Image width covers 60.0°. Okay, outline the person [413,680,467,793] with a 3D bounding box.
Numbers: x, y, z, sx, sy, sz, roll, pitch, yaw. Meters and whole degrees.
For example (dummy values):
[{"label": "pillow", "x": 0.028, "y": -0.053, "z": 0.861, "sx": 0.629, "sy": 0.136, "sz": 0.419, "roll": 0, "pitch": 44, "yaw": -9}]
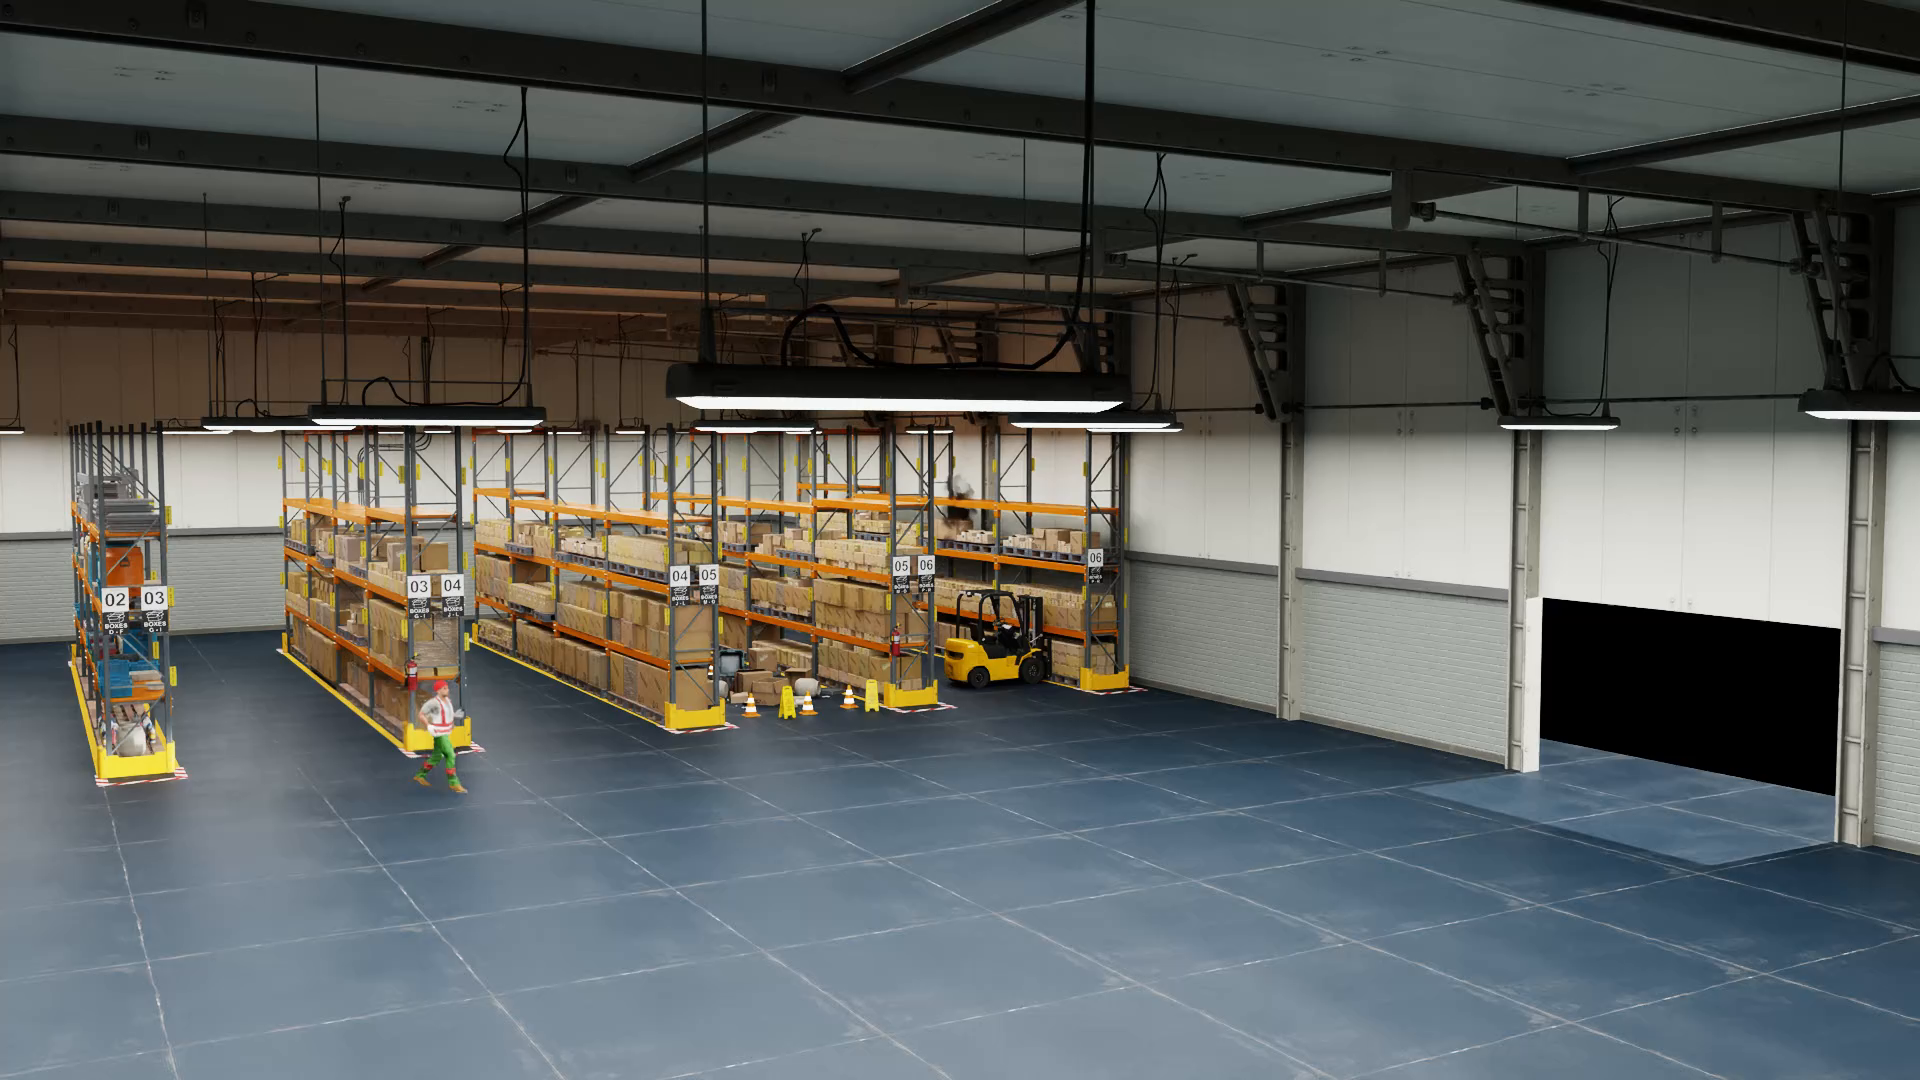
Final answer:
[{"label": "person", "x": -8.394, "y": 3.161, "z": 26.874, "sx": 0.908, "sy": 1.819, "sz": 0.628, "roll": 0, "pitch": 4, "yaw": 4}]
